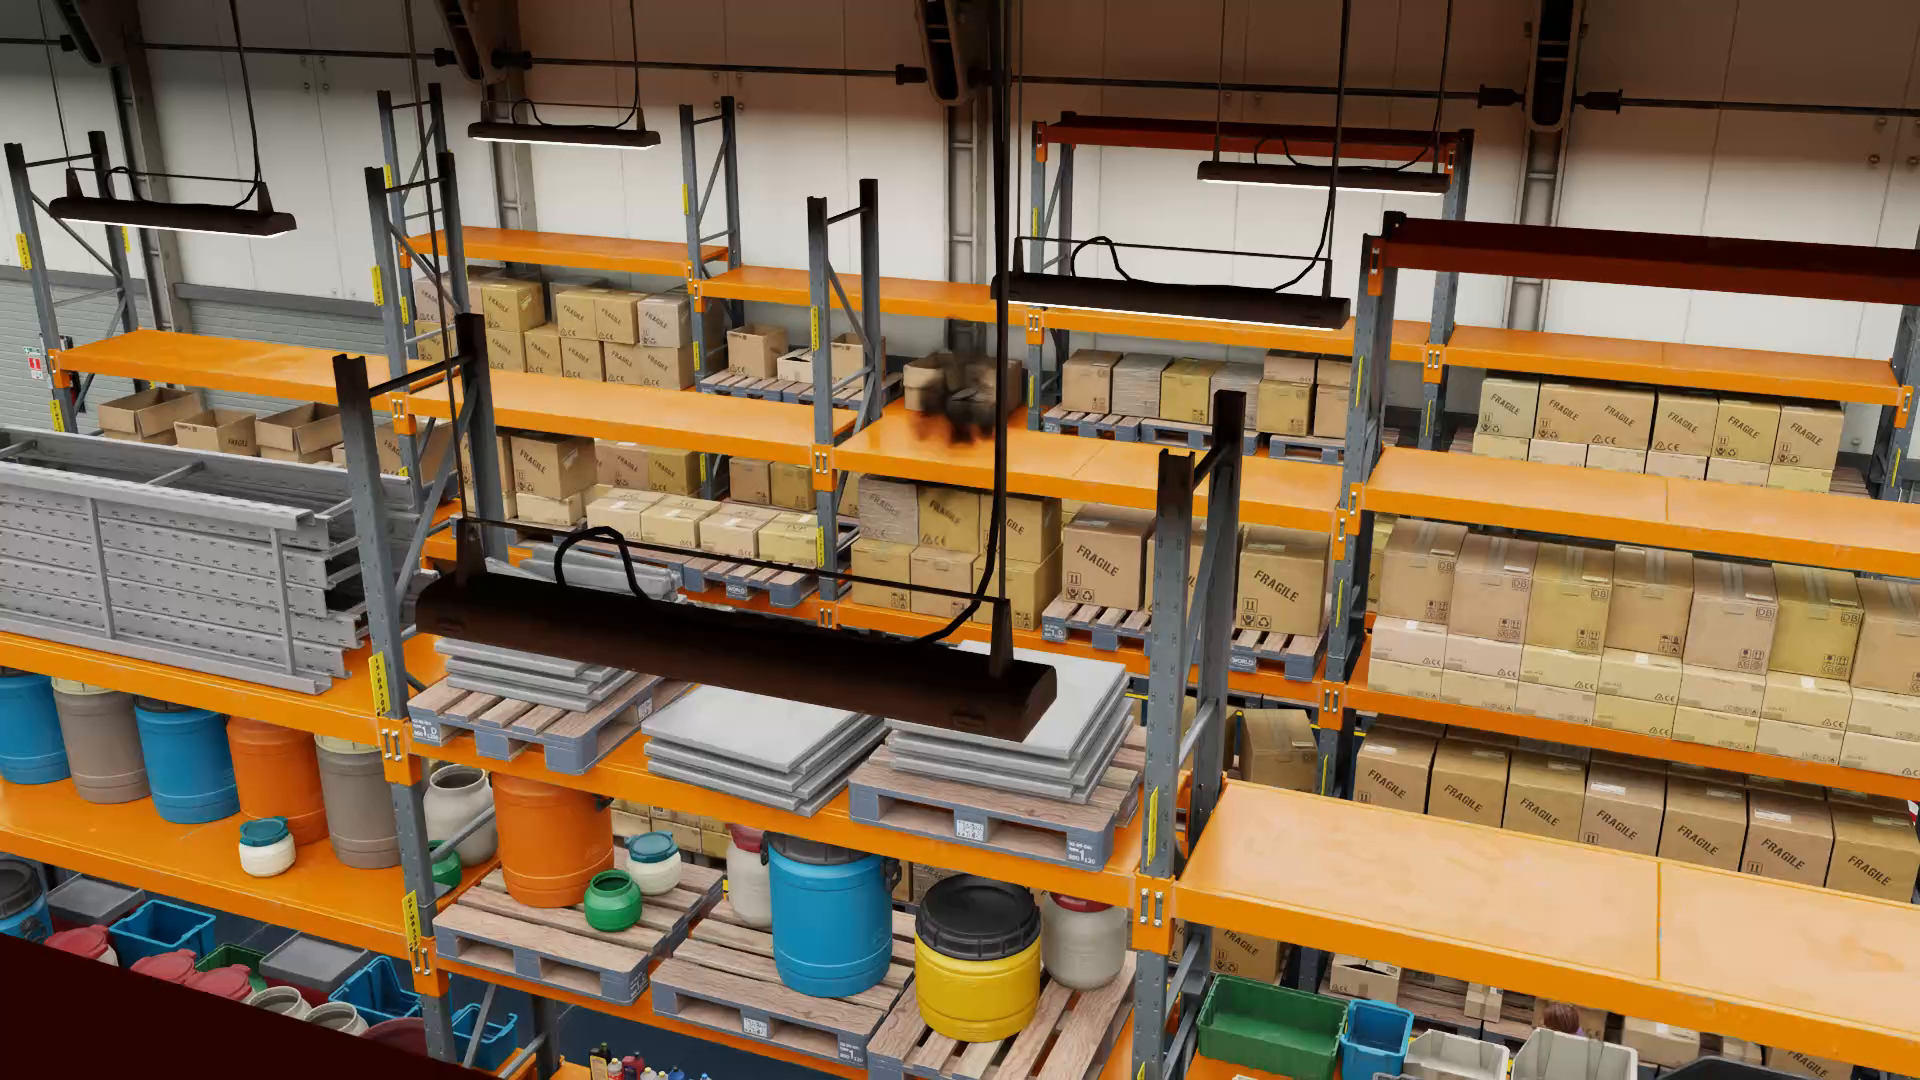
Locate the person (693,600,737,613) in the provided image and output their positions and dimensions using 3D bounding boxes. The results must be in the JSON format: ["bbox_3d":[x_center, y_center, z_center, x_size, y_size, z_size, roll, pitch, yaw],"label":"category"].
[{"bbox_3d":[-2.611,0.916,17.305,0.609,1.742,0.685,4,21,11],"label":"person"}]

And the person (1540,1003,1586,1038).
[{"bbox_3d":[3.991,3.654,10.607,0.874,1.562,0.524,7,22,19],"label":"person"}]
